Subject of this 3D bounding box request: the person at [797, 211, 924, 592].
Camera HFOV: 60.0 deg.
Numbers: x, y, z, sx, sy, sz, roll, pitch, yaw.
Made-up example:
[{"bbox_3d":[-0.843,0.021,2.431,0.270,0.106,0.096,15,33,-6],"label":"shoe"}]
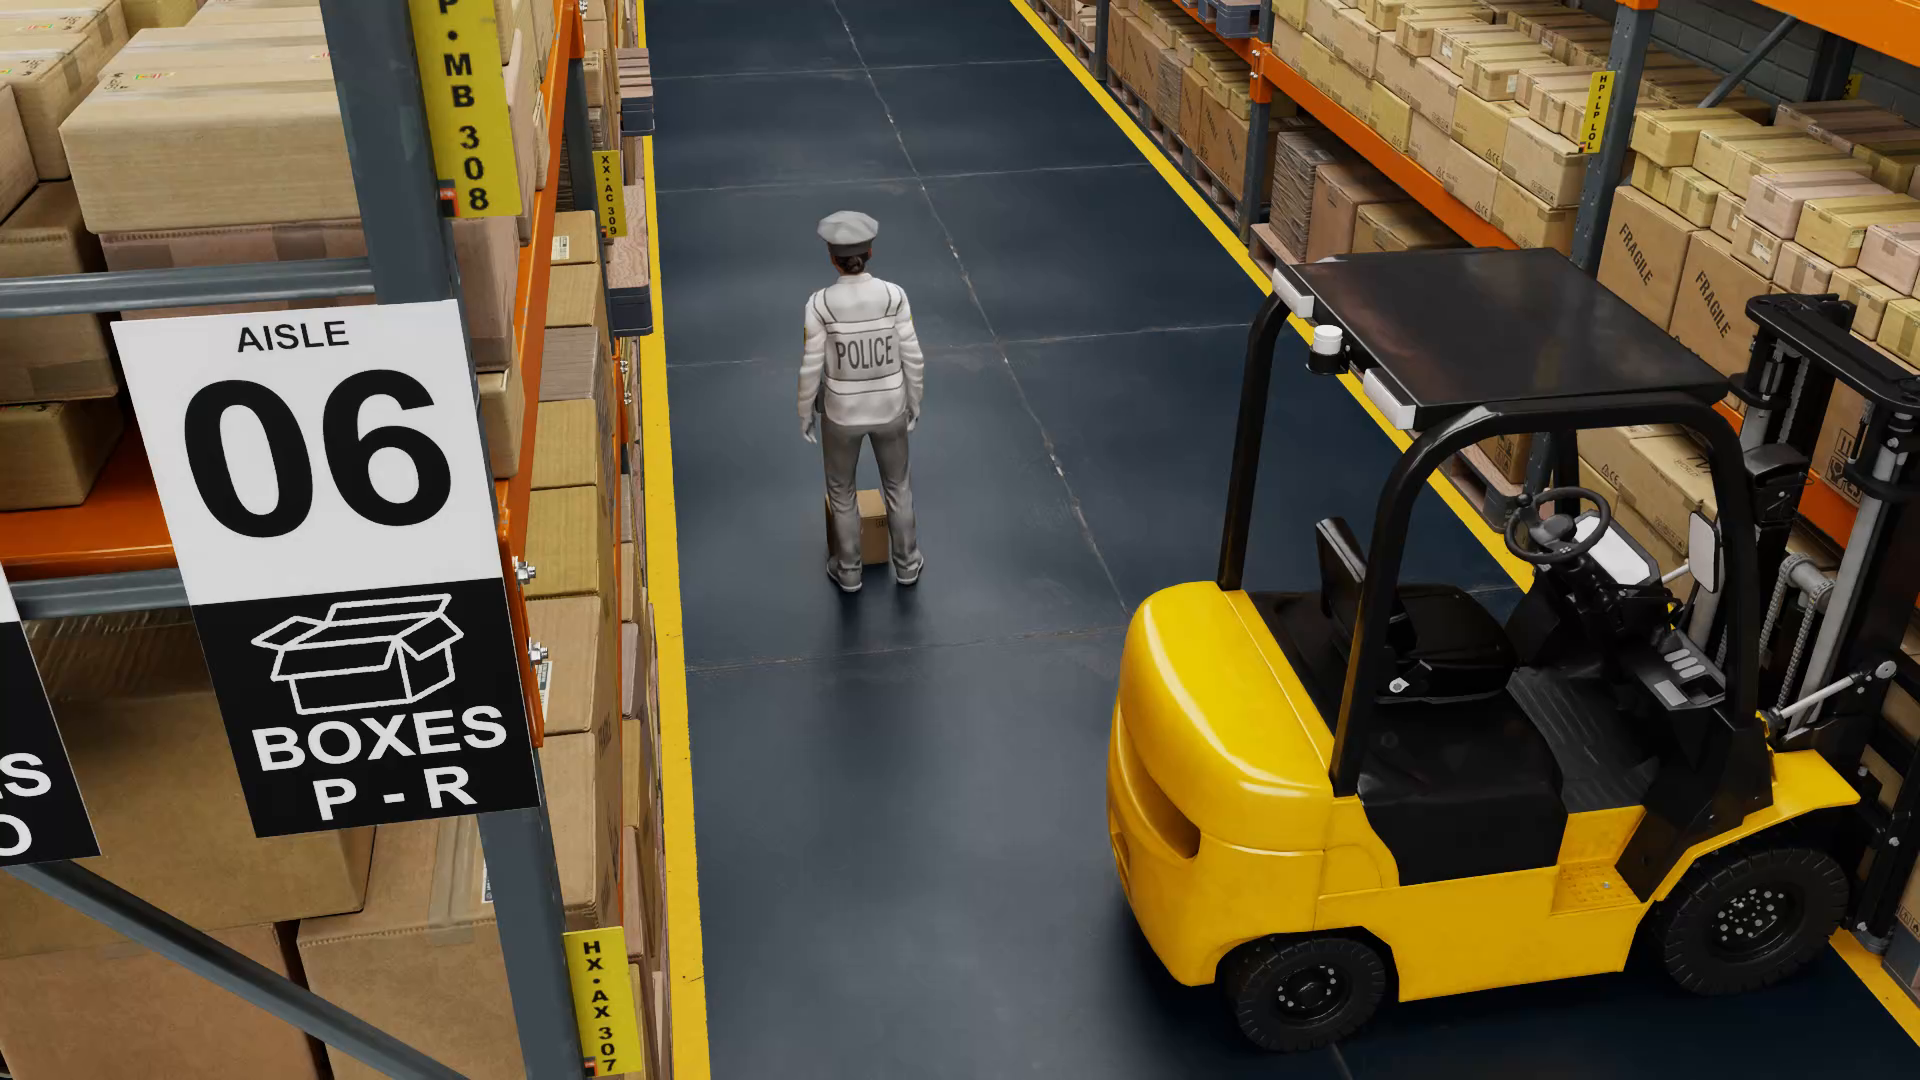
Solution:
[{"bbox_3d":[-0.415,-0.543,7.035,0.545,1.666,0.371,-7,32,-11],"label":"person"}]
